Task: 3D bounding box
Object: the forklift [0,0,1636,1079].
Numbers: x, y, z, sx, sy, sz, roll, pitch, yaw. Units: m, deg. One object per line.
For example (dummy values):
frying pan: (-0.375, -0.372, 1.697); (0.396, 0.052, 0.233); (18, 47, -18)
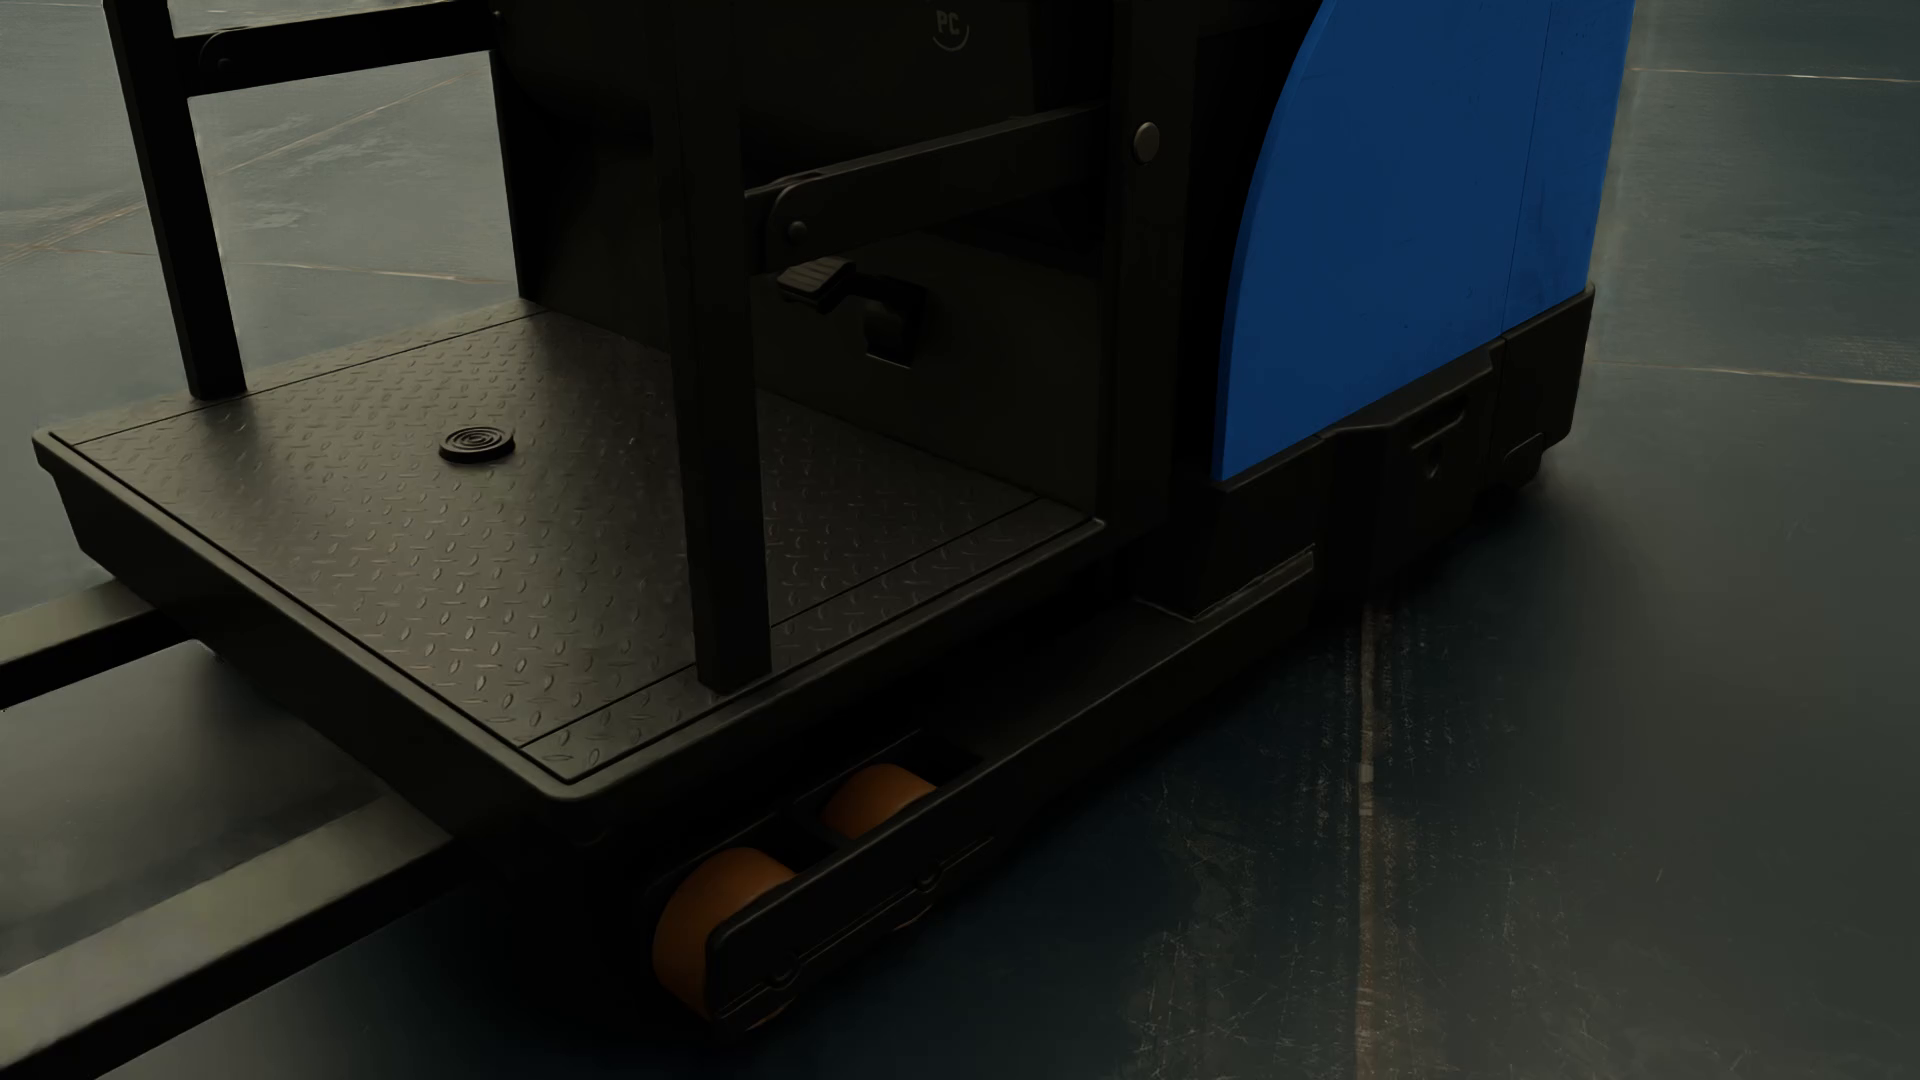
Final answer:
forklift: (-0.378, -1.105, 1.437); (1.130, 2.935, 3.031); (23, 35, 38)
